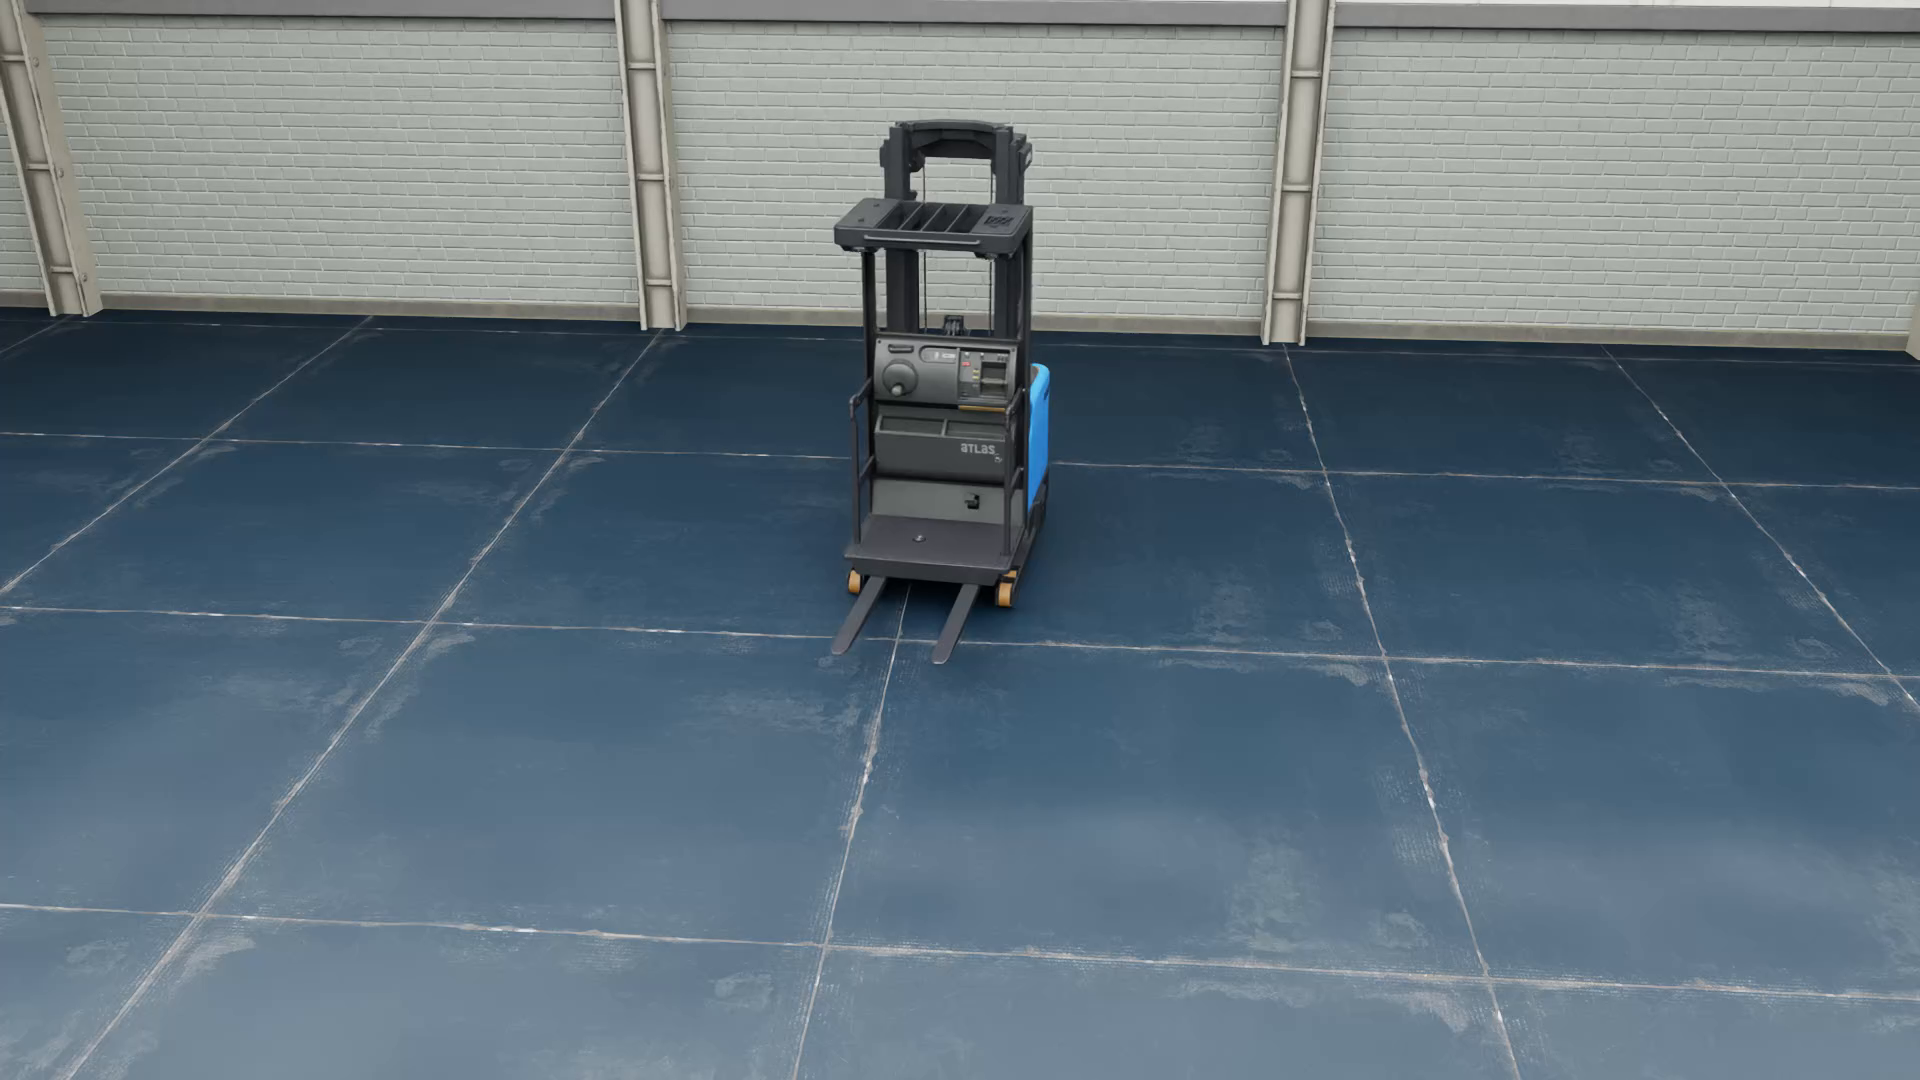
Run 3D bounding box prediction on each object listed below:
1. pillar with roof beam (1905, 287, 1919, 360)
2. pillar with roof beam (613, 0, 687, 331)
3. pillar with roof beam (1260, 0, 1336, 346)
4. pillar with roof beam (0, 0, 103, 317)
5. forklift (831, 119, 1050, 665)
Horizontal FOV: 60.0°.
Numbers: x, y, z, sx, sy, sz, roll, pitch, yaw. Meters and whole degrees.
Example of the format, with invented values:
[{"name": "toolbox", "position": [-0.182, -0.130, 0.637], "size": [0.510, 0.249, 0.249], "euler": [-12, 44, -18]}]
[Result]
[{"name": "pillar with roof beam", "position": [8.735, -4.015, 9.709], "size": [0.400, 9.000, 9.100], "euler": [2, 25, 4]}, {"name": "pillar with roof beam", "position": [-3.229, -4.399, 10.544], "size": [0.400, 9.000, 9.100], "euler": [2, 25, 4]}, {"name": "pillar with roof beam", "position": [2.753, -4.207, 10.127], "size": [0.400, 9.000, 9.100], "euler": [2, 25, 4]}, {"name": "pillar with roof beam", "position": [-9.212, -4.591, 10.961], "size": [0.400, 9.000, 9.100], "euler": [2, 25, 4]}, {"name": "forklift", "position": [-0.134, -1.058, 10.543], "size": [1.130, 2.935, 3.031], "euler": [5, 25, 10]}]
